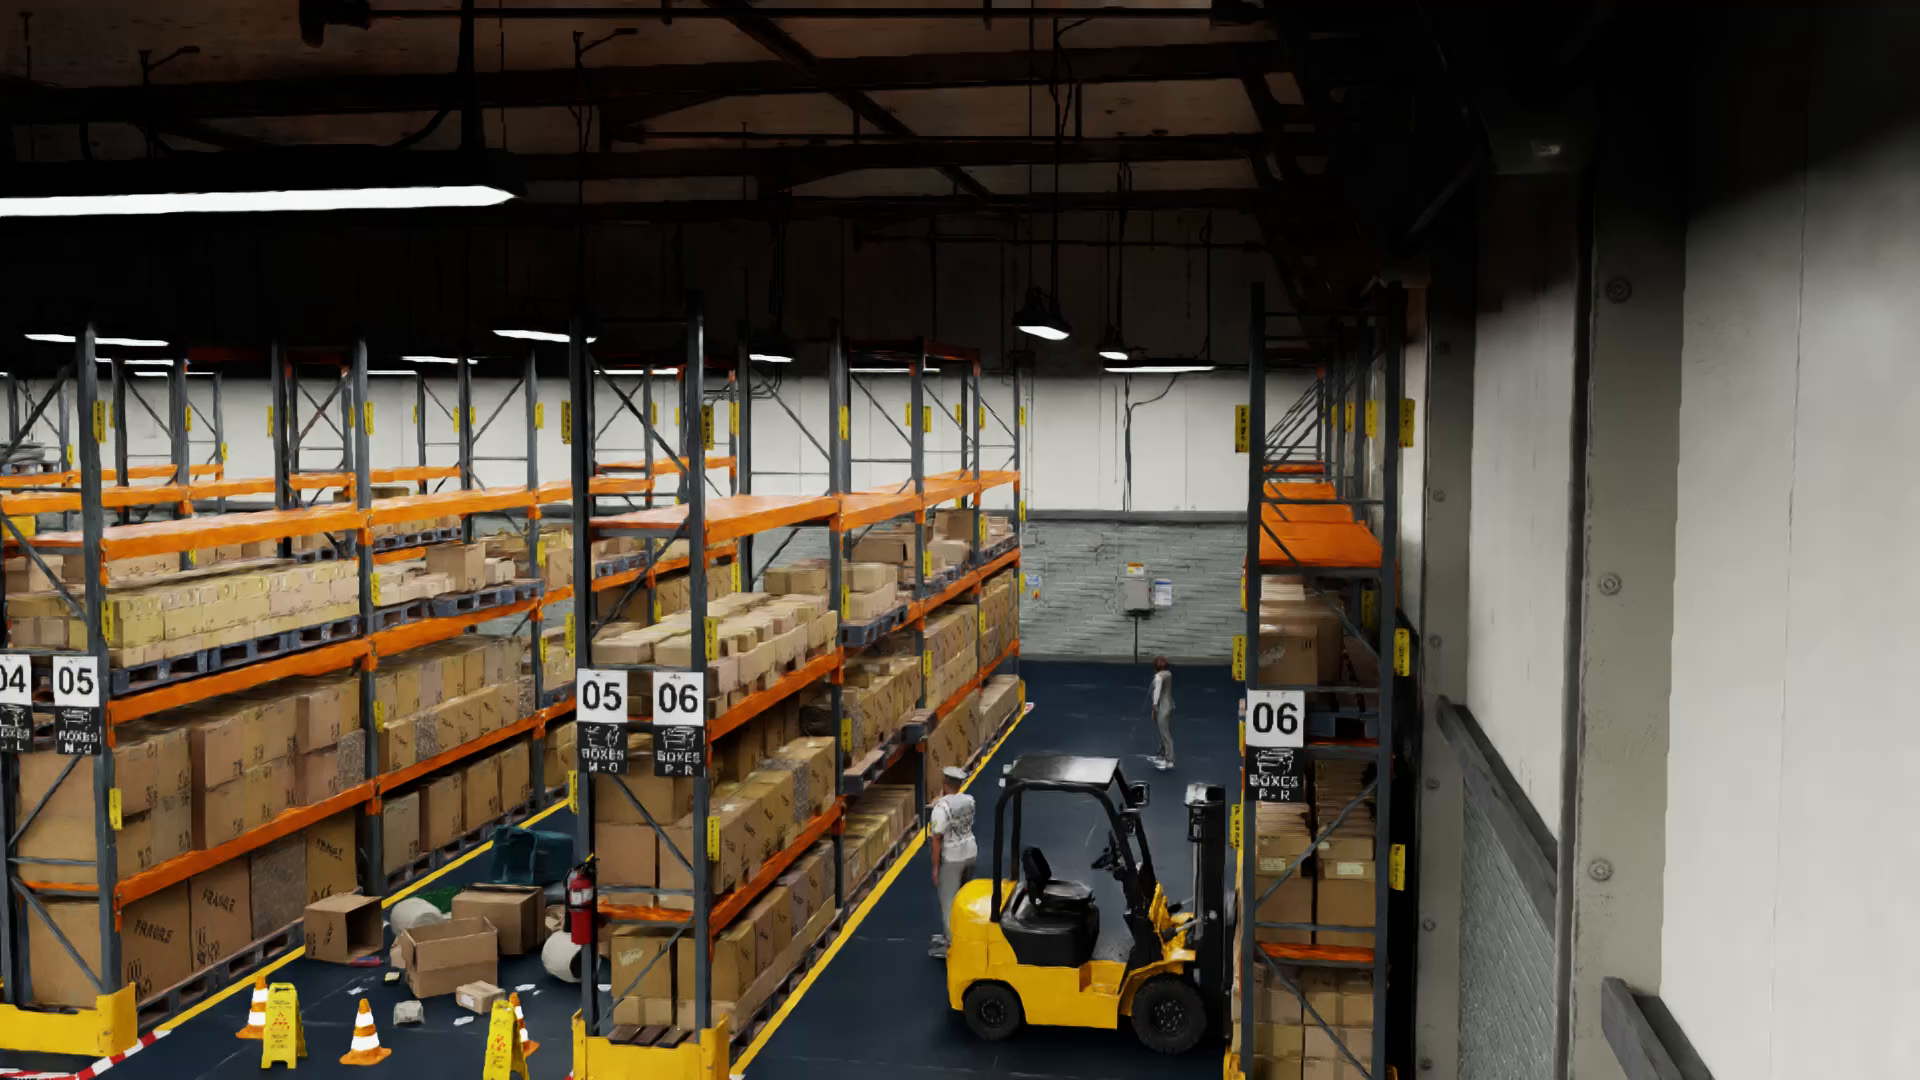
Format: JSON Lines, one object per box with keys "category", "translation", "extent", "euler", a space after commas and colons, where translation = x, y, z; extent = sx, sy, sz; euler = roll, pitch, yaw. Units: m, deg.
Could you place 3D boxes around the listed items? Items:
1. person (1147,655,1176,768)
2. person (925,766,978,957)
{"category": "person", "translation": [2.889, 2.439, 23.843], "extent": [0.512, 1.594, 0.515], "euler": [3, 5, 30]}
{"category": "person", "translation": [-0.111, 3.015, 15.704], "extent": [0.504, 1.759, 0.585], "euler": [4, 6, 41]}
